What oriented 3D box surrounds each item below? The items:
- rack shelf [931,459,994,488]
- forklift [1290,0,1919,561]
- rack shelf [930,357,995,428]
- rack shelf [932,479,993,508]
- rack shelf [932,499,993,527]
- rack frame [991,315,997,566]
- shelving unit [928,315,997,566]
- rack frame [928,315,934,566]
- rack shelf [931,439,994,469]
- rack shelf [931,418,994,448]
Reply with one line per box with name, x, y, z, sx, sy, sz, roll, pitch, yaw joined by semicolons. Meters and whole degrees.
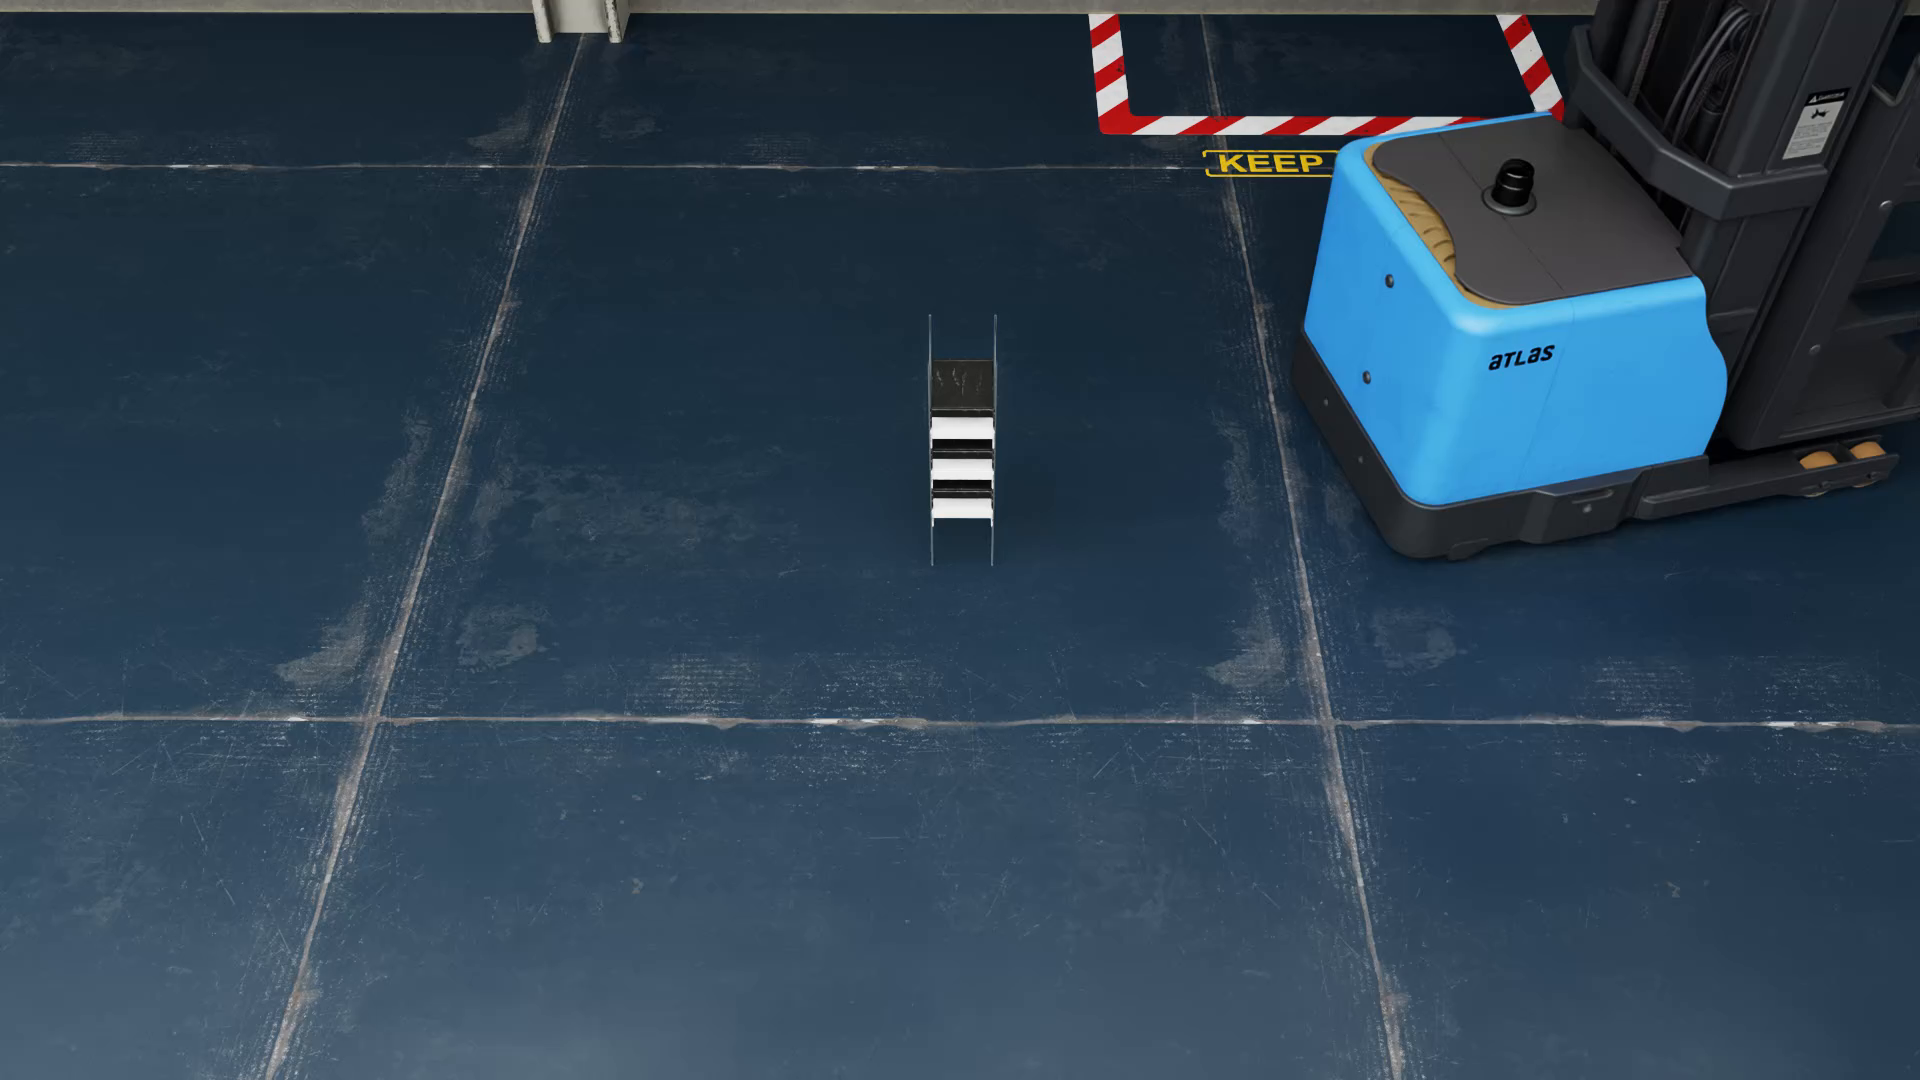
rack shelf;0.008;-0.284;5.445;0.200;0.077;0.258;0;47;0
forklift;2.809;-1.517;5.160;3.031;2.935;1.130;-11;48;-10
rack shelf;0.008;-0.468;5.247;0.200;0.077;0.258;0;47;0
rack shelf;0.008;-0.223;5.511;0.200;0.077;0.258;0;47;0
rack shelf;0.008;-0.161;5.577;0.200;0.077;0.258;0;47;0
rack frame;0.110;-0.306;5.420;0.006;0.900;0.240;0;47;0
shelving unit;0.008;-0.307;5.421;0.210;0.900;0.258;0;47;0
rack frame;-0.094;-0.307;5.421;0.006;0.900;0.240;0;47;0
rack shelf;0.008;-0.345;5.379;0.200;0.077;0.258;0;47;0
rack shelf;0.008;-0.406;5.313;0.200;0.077;0.258;0;47;0
